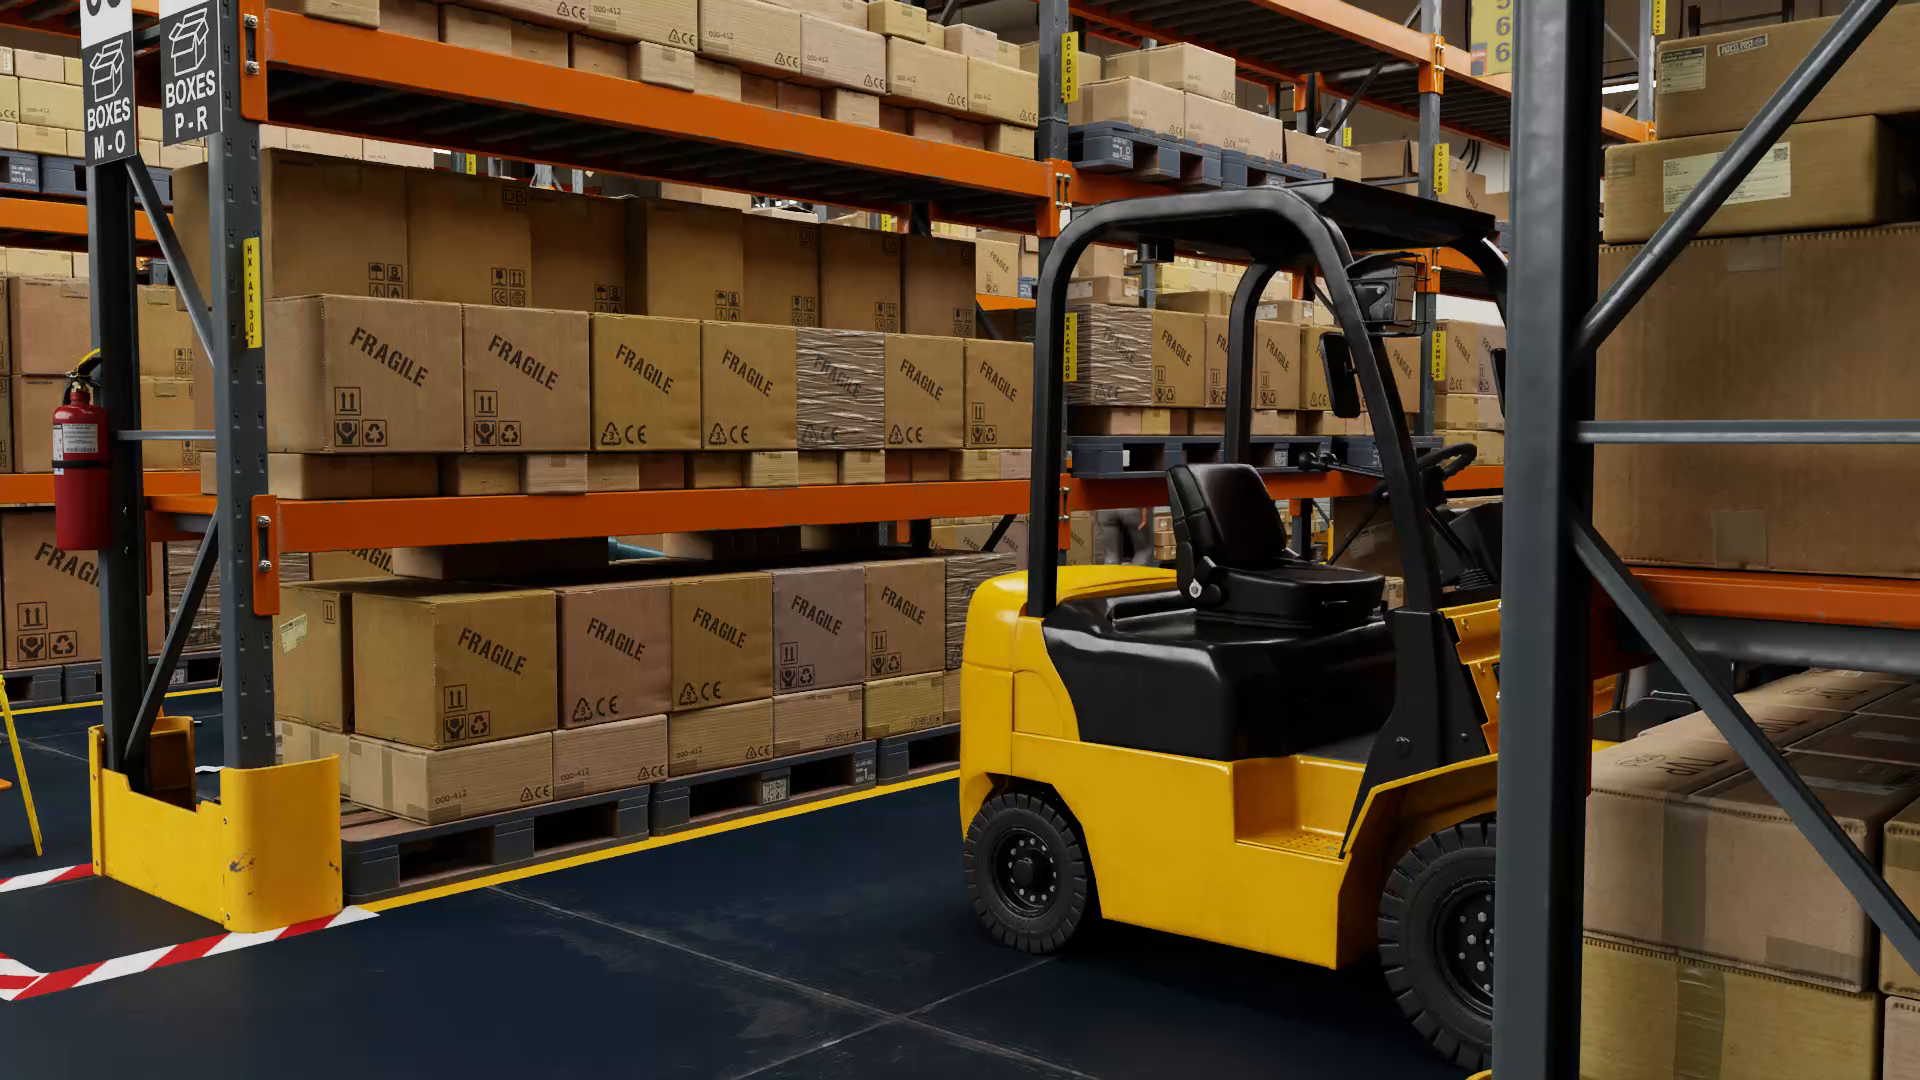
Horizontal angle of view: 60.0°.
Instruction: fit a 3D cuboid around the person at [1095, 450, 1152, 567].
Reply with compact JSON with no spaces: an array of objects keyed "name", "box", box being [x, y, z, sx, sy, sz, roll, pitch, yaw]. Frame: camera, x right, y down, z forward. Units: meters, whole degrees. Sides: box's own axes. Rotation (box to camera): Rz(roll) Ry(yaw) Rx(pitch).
[{"name":"person","box":[1.374,-0.246,14.004,0.536,1.809,0.479,1,4,14]}]
